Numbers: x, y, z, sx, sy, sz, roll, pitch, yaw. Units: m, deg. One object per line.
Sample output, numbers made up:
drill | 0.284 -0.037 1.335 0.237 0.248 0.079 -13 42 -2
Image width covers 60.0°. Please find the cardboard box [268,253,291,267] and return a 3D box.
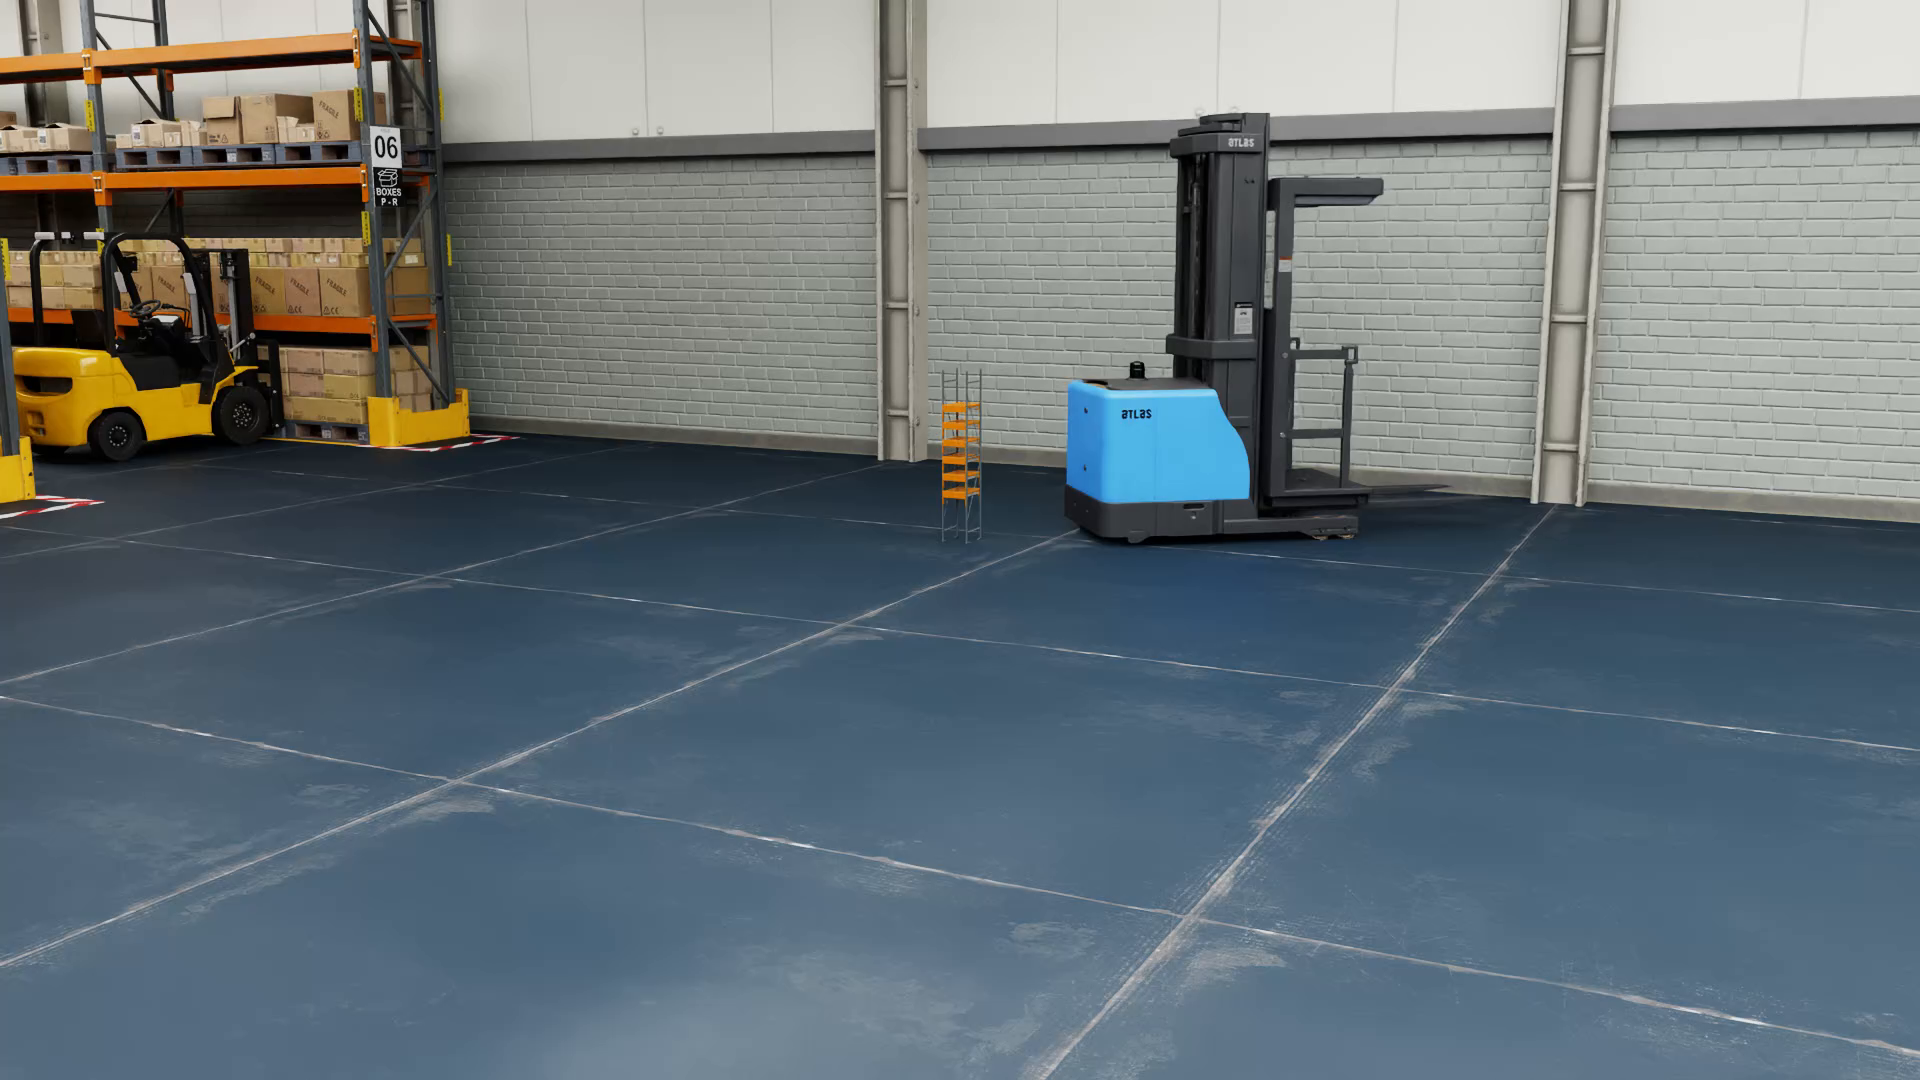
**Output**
cardboard box | -7.064 -2.961 17.566 0.250 0.149 0.380 5 11 24

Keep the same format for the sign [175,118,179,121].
sign | -9.046 -4.703 19.196 0.005 0.325 0.100 5 11 26

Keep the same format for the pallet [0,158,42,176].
pallet | -11.225 -4.416 19.816 1.213 0.211 1.003 6 12 28

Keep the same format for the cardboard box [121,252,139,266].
cardboard box | -9.121 -3.146 18.588 0.250 0.149 0.380 5 11 25

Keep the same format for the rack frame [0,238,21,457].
rack frame | -7.896 -1.737 12.902 0.127 3.000 1.000 5 11 26

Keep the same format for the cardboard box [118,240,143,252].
cardboard box | -9.136 -3.287 18.532 0.250 0.149 0.380 5 12 27

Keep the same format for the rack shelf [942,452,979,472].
rack shelf | 0.013 -0.546 11.625 0.180 0.103 0.258 5 11 26

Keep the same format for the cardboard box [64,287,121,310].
cardboard box | -9.858 -2.769 19.028 0.500 0.250 0.500 5 12 27

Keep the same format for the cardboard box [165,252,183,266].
cardboard box | -8.454 -3.079 18.215 0.250 0.149 0.380 5 12 27

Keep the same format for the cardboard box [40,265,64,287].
cardboard box | -10.309 -3.054 19.200 0.500 0.250 0.500 5 11 24

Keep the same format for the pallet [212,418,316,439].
pallet | -7.498 -1.307 18.361 1.213 0.211 1.003 5 11 26

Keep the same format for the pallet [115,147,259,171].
pallet | -8.514 -4.214 18.418 1.213 0.211 1.003 5 11 26

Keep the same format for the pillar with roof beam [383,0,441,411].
pillar with roof beam | -7.834 -4.993 14.050 0.400 9.000 9.100 5 11 26

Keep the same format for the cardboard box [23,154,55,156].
cardboard box | -10.935 -4.621 19.615 0.250 0.166 0.380 5 11 26

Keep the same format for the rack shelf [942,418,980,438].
rack shelf | 0.013 -0.782 11.582 0.180 0.103 0.258 5 11 26

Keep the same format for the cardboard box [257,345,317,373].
cardboard box | -7.172 -1.939 17.756 0.500 0.250 0.500 5 11 27

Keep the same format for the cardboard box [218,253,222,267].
cardboard box | -7.743 -3.021 17.897 0.250 0.149 0.380 5 11 25

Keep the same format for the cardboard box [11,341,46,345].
cardboard box | -11.735 -2.097 20.380 0.625 0.625 0.875 5 12 28

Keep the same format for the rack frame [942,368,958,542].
rack frame | -0.069 -0.596 11.657 0.006 1.200 0.240 5 11 26

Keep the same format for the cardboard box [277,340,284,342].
cardboard box | -7.855 -2.103 18.661 0.500 0.250 0.500 5 11 26

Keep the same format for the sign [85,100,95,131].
sign | -9.522 -4.643 18.202 0.005 0.325 0.100 5 11 26

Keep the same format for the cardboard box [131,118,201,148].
cardboard box | -8.652 -4.428 18.143 0.500 0.311 0.500 5 12 27

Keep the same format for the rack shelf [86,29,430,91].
rack shelf | -7.497 -5.088 17.720 4.000 0.370 1.077 5 11 26

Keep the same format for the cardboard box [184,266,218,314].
cardboard box | -8.079 -2.739 18.162 0.500 0.500 0.500 5 11 25

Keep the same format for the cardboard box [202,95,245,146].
cardboard box | -7.590 -4.457 17.762 0.637 0.503 0.797 5 12 28

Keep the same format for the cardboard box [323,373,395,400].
cardboard box | -6.278 -1.618 17.383 0.500 0.250 0.500 5 11 25

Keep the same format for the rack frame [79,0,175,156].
rack frame | -9.291 -5.797 18.492 0.127 3.000 1.000 5 11 26

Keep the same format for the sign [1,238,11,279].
sign | -7.656 -2.249 13.304 0.005 0.325 0.100 5 11 26

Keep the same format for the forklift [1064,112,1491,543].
forklift | 2.345 -1.531 11.959 3.031 2.935 1.130 -2 10 -12

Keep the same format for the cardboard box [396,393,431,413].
cardboard box | -6.057 -1.453 17.878 0.500 0.250 0.500 5 11 26

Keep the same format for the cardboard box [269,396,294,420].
cardboard box | -7.151 -1.451 17.868 0.500 0.250 0.500 5 11 26

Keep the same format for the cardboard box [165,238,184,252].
cardboard box | -8.443 -3.225 18.192 0.250 0.149 0.380 5 12 27

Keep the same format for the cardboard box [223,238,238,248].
cardboard box | -7.714 -3.181 17.948 0.250 0.149 0.380 5 11 26

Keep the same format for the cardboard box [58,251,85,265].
cardboard box | -10.131 -3.250 19.161 0.250 0.149 0.380 5 11 26

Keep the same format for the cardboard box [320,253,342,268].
cardboard box | -6.381 -2.896 17.206 0.250 0.149 0.380 5 12 27

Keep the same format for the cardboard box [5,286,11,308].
cardboard box | -11.210 -2.891 19.703 0.500 0.250 0.500 5 12 28

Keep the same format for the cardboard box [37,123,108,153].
cardboard box | -10.047 -4.551 18.820 0.500 0.311 0.500 5 11 24

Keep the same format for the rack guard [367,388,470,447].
rack guard | -5.682 -1.298 17.496 0.348 0.500 1.175 5 11 26

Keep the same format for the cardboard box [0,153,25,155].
cardboard box | -11.103 -4.552 19.281 0.250 0.149 0.380 5 11 25

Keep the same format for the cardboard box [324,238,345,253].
cardboard box | -6.353 -3.053 17.241 0.250 0.149 0.380 5 11 26

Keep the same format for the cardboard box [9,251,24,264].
cardboard box | -10.854 -3.301 19.442 0.250 0.149 0.380 5 11 26

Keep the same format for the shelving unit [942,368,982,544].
shelving unit | 0.013 -0.589 11.617 0.189 1.200 0.258 5 11 26

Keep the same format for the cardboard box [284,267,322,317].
cardboard box | -6.722 -2.618 17.492 0.500 0.500 0.500 5 12 28

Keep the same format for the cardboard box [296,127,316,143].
cardboard box | -6.581 -4.155 17.086 0.250 0.149 0.380 5 11 24

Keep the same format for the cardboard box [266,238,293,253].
cardboard box | -7.073 -3.104 17.521 0.250 0.149 0.380 5 12 27

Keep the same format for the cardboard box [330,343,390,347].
cardboard box | -6.500 -1.982 17.993 0.500 0.250 0.500 5 11 26

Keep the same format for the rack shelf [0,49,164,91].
rack shelf | -11.084 -5.404 19.462 4.000 0.370 1.077 5 11 26
